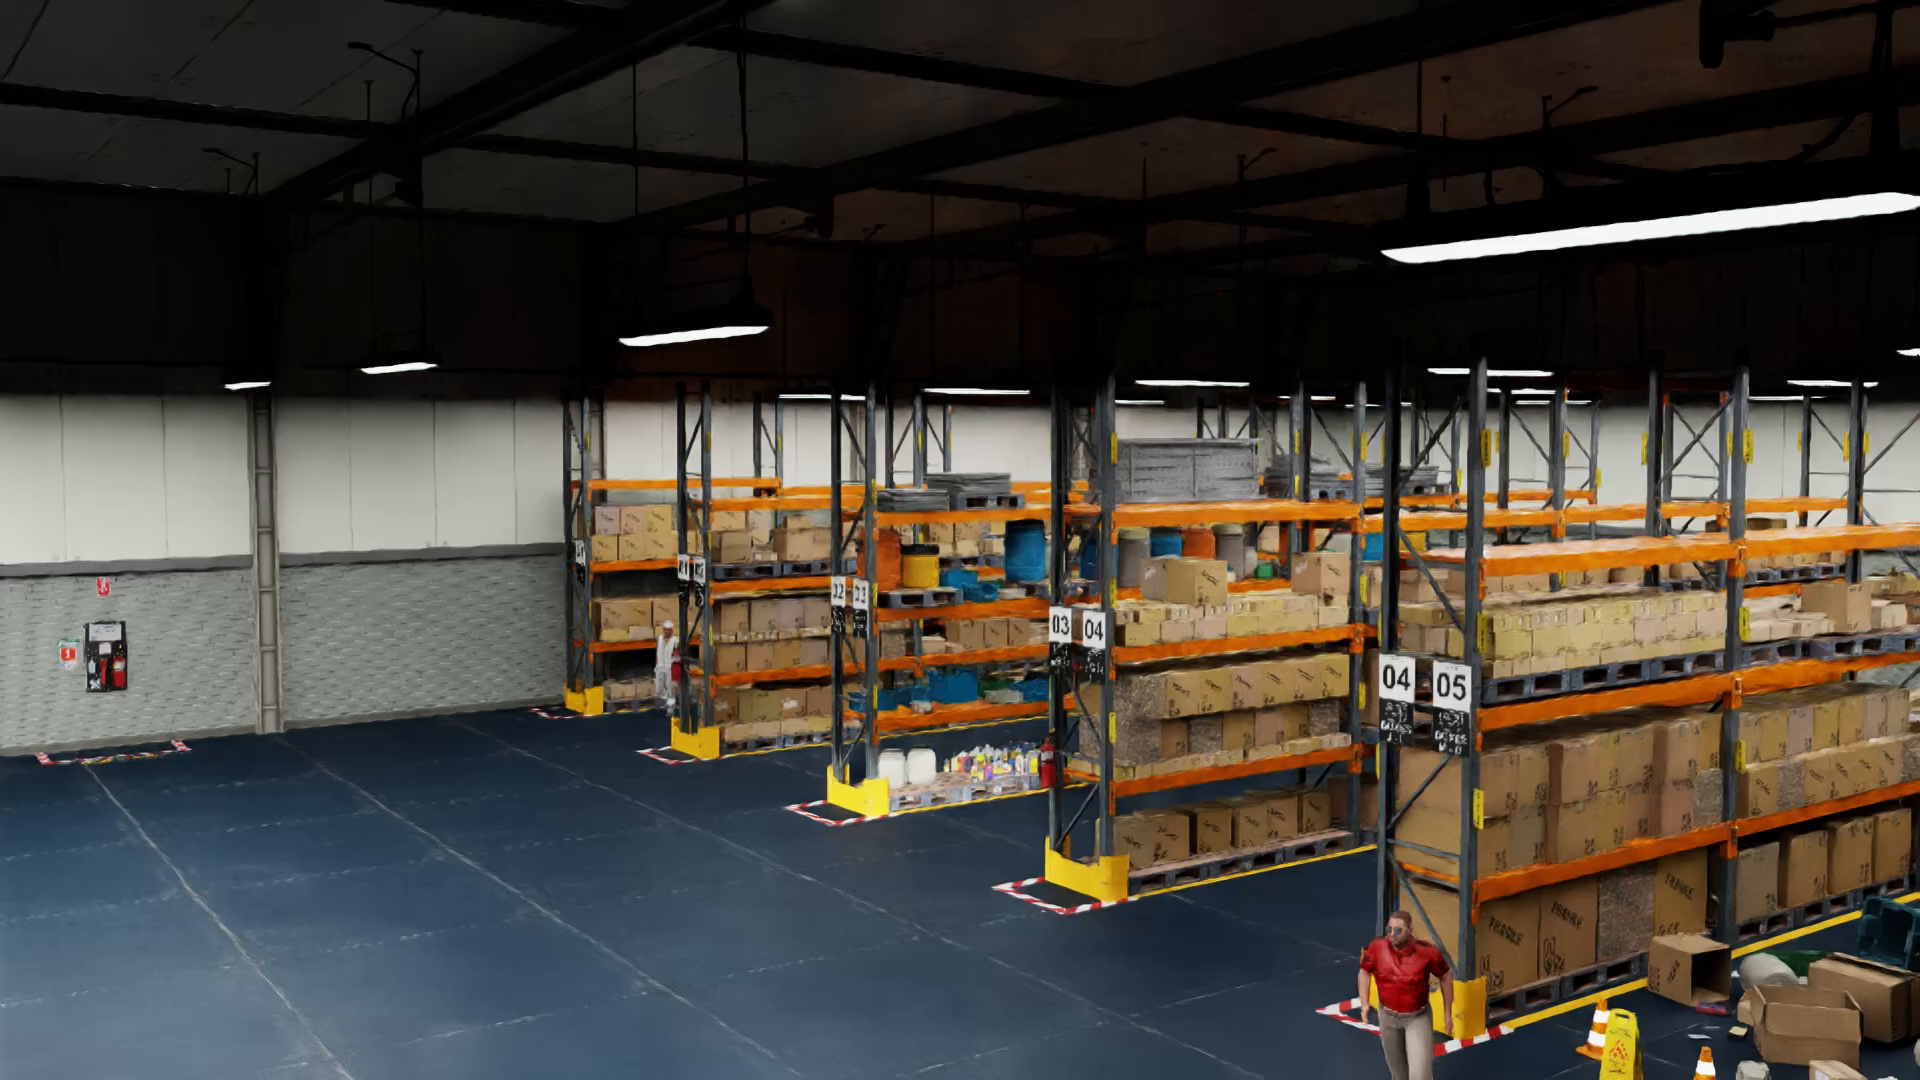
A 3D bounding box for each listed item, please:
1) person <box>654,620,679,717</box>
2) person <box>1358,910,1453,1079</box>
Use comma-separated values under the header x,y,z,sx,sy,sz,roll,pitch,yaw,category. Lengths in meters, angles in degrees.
x,y,z,sx,sy,sz,roll,pitch,yaw,category
-5.301,2.333,30.330,0.589,1.780,0.572,1,4,20,person
3.326,3.533,12.325,0.701,1.662,0.857,3,5,39,person
